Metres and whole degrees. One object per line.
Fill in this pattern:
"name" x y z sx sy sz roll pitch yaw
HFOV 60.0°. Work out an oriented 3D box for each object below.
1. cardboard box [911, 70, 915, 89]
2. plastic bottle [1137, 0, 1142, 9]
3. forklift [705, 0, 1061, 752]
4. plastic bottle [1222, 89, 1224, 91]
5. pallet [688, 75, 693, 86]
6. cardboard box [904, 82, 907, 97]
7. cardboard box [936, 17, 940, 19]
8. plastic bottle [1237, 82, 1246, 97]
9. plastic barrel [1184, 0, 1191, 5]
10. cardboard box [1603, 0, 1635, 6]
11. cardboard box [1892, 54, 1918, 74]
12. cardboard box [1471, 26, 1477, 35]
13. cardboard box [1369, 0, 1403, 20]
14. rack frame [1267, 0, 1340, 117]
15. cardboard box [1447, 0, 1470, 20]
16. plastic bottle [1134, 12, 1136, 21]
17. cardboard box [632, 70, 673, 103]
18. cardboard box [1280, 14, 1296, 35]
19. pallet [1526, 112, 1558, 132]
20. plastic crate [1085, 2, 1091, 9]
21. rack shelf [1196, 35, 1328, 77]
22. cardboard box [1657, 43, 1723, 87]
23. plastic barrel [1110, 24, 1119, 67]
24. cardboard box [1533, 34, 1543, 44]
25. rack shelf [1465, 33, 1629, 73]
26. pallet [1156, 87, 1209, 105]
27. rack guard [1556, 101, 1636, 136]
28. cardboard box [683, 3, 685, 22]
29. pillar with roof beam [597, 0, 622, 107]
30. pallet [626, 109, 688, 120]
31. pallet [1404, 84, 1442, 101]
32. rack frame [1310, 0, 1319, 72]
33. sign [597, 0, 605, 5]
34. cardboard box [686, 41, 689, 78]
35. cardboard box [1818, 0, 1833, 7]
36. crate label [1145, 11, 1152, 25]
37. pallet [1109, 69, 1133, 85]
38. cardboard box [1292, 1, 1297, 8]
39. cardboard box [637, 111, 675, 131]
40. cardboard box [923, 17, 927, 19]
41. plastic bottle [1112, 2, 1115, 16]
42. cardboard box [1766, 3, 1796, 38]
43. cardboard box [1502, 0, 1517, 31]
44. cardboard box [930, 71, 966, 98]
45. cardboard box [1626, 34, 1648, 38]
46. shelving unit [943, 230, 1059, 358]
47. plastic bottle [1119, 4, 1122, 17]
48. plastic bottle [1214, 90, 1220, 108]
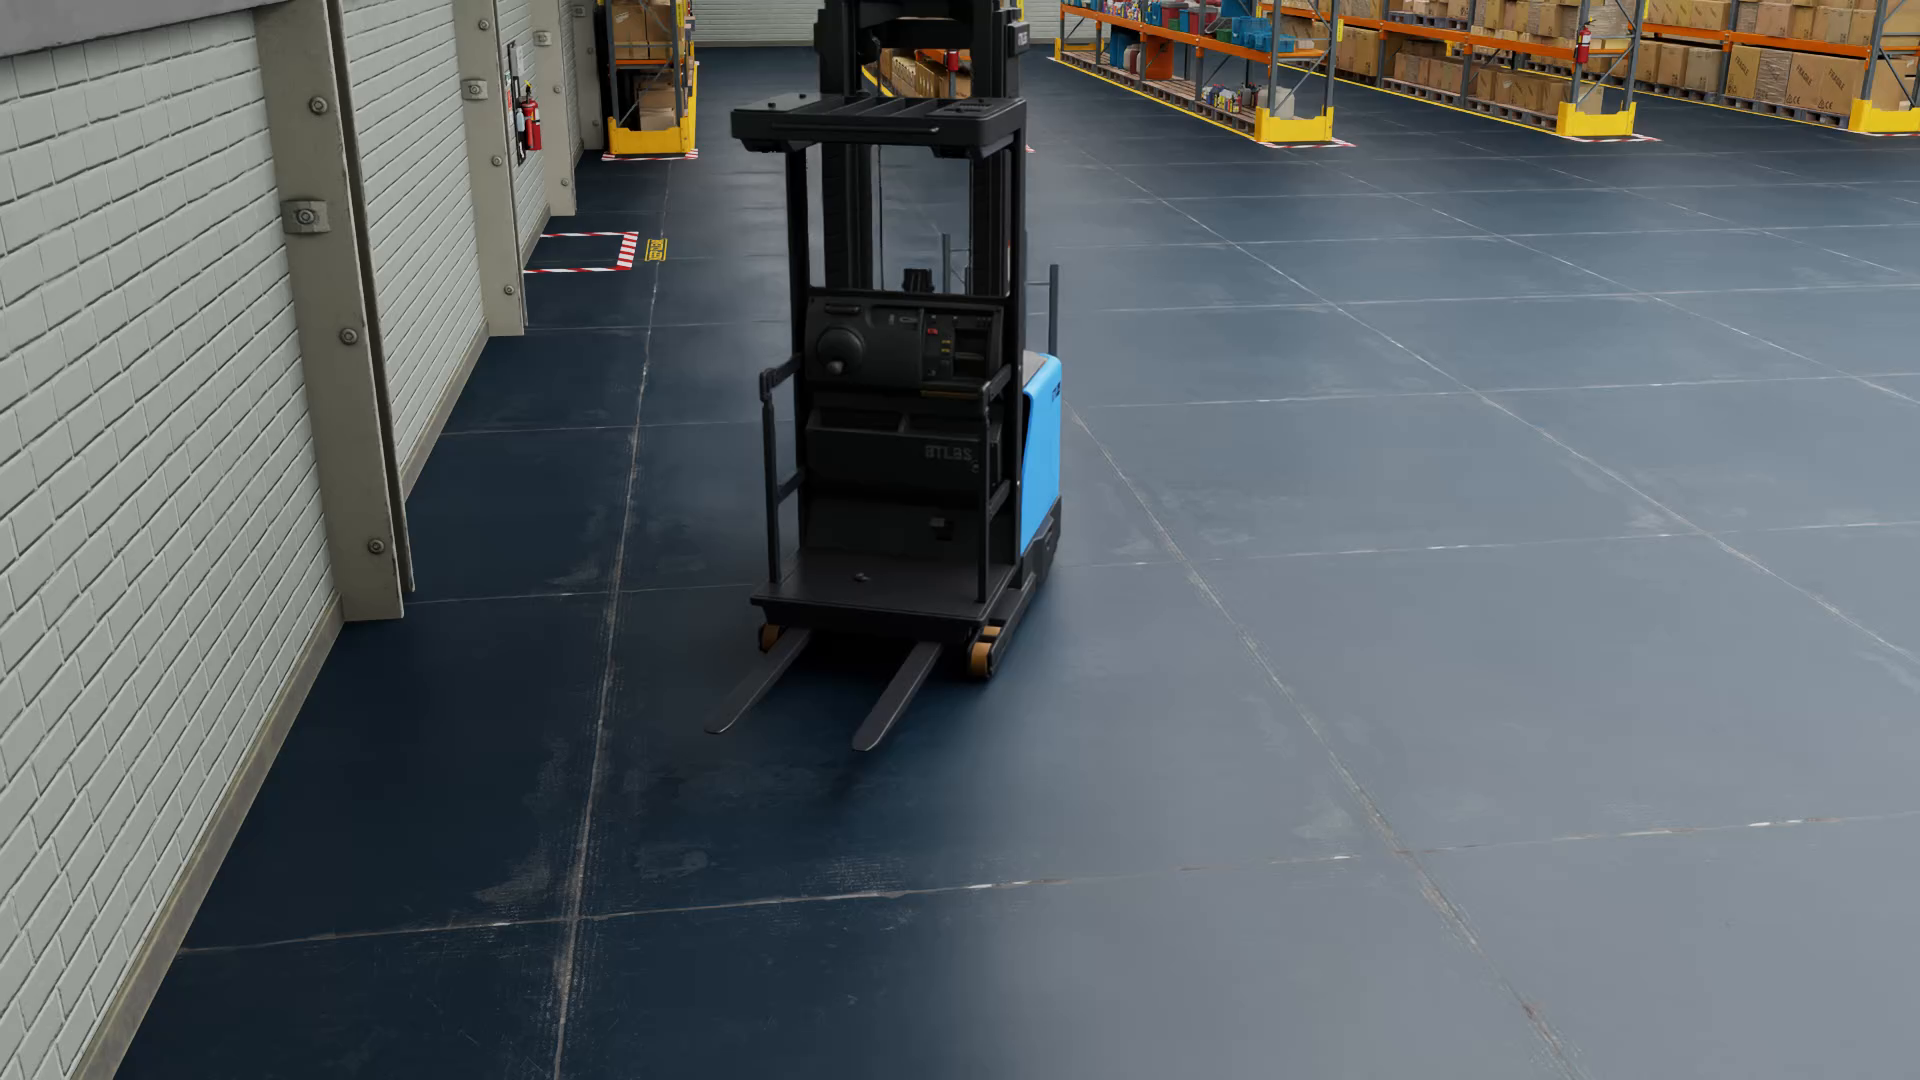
"cardboard box" -0.583 -8.048 29.005 0.500 0.311 0.500 -3 21 -8
"plastic bottle" 3.849 -11.373 35.451 0.144 0.351 0.185 -3 21 -8
"forklift" -0.310 -0.893 7.419 1.130 2.935 3.031 5 21 13
"plastic bottle" 4.508 -7.583 28.503 0.097 0.271 0.097 0 20 0
"pallet" -5.930 -9.277 33.752 1.003 0.211 1.213 -3 21 -8
"cardboard box" -0.733 -8.141 30.056 0.500 0.250 0.500 -2 21 -7
"cardboard box" -0.019 -8.288 26.978 0.700 0.500 0.500 -3 21 -7
"plastic bottle" 4.897 -7.749 28.834 0.144 0.351 0.185 -3 21 -8
"plastic barrel" 4.445 -10.091 31.788 0.421 0.512 0.421 0 20 0
"cardboard box" 10.330 -8.723 26.288 0.500 0.500 0.500 -3 21 -8
"cardboard box" 17.612 -8.833 31.068 0.500 0.500 0.500 -3 21 -8
"cardboard box" 9.296 -9.042 29.498 0.380 0.149 0.250 -3 21 -8
"cardboard box" 8.670 -10.840 33.808 0.500 0.500 0.500 -2 21 -6
"rack frame" 5.238 -7.615 25.317 1.000 3.000 0.127 -3 21 -8
"cardboard box" 9.587 -10.009 30.271 1.000 1.000 1.000 -3 21 -7
"plastic bottle" 3.559 -10.564 33.498 0.097 0.201 0.097 0 20 0
"cardboard box" -5.389 -7.965 29.200 0.700 0.500 0.500 -3 21 -9
"cardboard box" 8.136 -12.073 39.690 0.875 0.875 0.875 -3 21 -8
"pallet" 10.046 -6.868 27.302 1.003 0.211 1.213 -3 21 -8
"plastic crate" 3.081 -12.043 37.480 0.437 0.125 0.590 -3 21 -8
"rack shelf" 4.950 -7.970 27.297 1.077 0.370 4.000 -3 21 -8
"cardboard box" 14.172 -9.152 32.048 1.050 0.750 0.750 -3 21 -8
"plastic barrel" 3.570 -10.794 36.228 0.600 0.901 0.708 -3 21 -8
"cardboard box" 9.698 -8.267 27.422 0.380 0.149 0.250 -3 21 -8
"rack shelf" 9.851 -8.220 27.965 1.077 0.370 4.000 -3 21 -8
"pallet" 4.331 -8.387 31.369 1.003 0.211 1.213 -3 21 -8
"rack guard" 10.128 -6.720 26.493 1.175 0.500 0.348 -3 21 -8
"cardboard box" -4.768 -8.642 27.182 0.500 0.500 0.500 -3 21 -8
"pillar with roof beam" -2.127 -12.419 29.605 9.100 9.000 0.400 -3 21 -8
"pallet" -5.010 -6.963 27.557 1.003 0.211 1.213 -3 21 -8
"pallet" 9.270 -8.636 32.036 1.003 0.211 1.213 -3 21 -8
"rack frame" 8.410 -12.019 37.110 1.000 3.000 0.127 -3 21 -8
"sign" -5.117 -7.784 23.665 0.100 0.325 0.005 -3 21 -8
"cardboard box" -5.815 -9.639 33.210 0.750 0.750 0.750 -3 21 -8
"cardboard box" 14.930 -9.173 27.731 0.875 0.550 0.550 -3 21 -8
"crate label" 3.775 -10.141 32.321 0.303 0.233 0.416 -3 21 -8
"pallet" 3.758 -9.771 35.074 1.003 0.211 1.213 -3 21 -8
"cardboard box" 7.893 -12.347 38.346 0.380 0.149 0.250 -3 21 -7
"cardboard box" -4.576 -6.306 25.026 0.500 0.311 0.500 -5 21 -14
"cardboard box" -0.411 -9.247 29.544 0.500 0.500 0.500 -1 21 -4
"plastic bottle" 3.267 -11.259 35.240 0.061 0.283 0.133 -3 21 -8
"cardboard box" 14.614 -9.026 28.880 0.875 0.550 0.550 -3 21 -8
"cardboard box" 9.776 -8.934 28.280 0.875 0.500 0.500 -3 21 -8
"cardboard box" -0.194 -7.142 26.310 0.500 0.500 0.500 -3 21 -8
"cardboard box" 14.049 -10.477 34.882 0.500 0.250 0.500 -4 21 -10
"shelving unit" 0.215 -0.937 9.582 0.538 1.500 1.048 -3 21 -7
"plastic bottle" 3.369 -11.054 34.708 0.097 0.271 0.097 0 20 0
"plastic bottle" 4.377 -7.508 28.285 0.061 0.283 0.133 -2 21 -5
